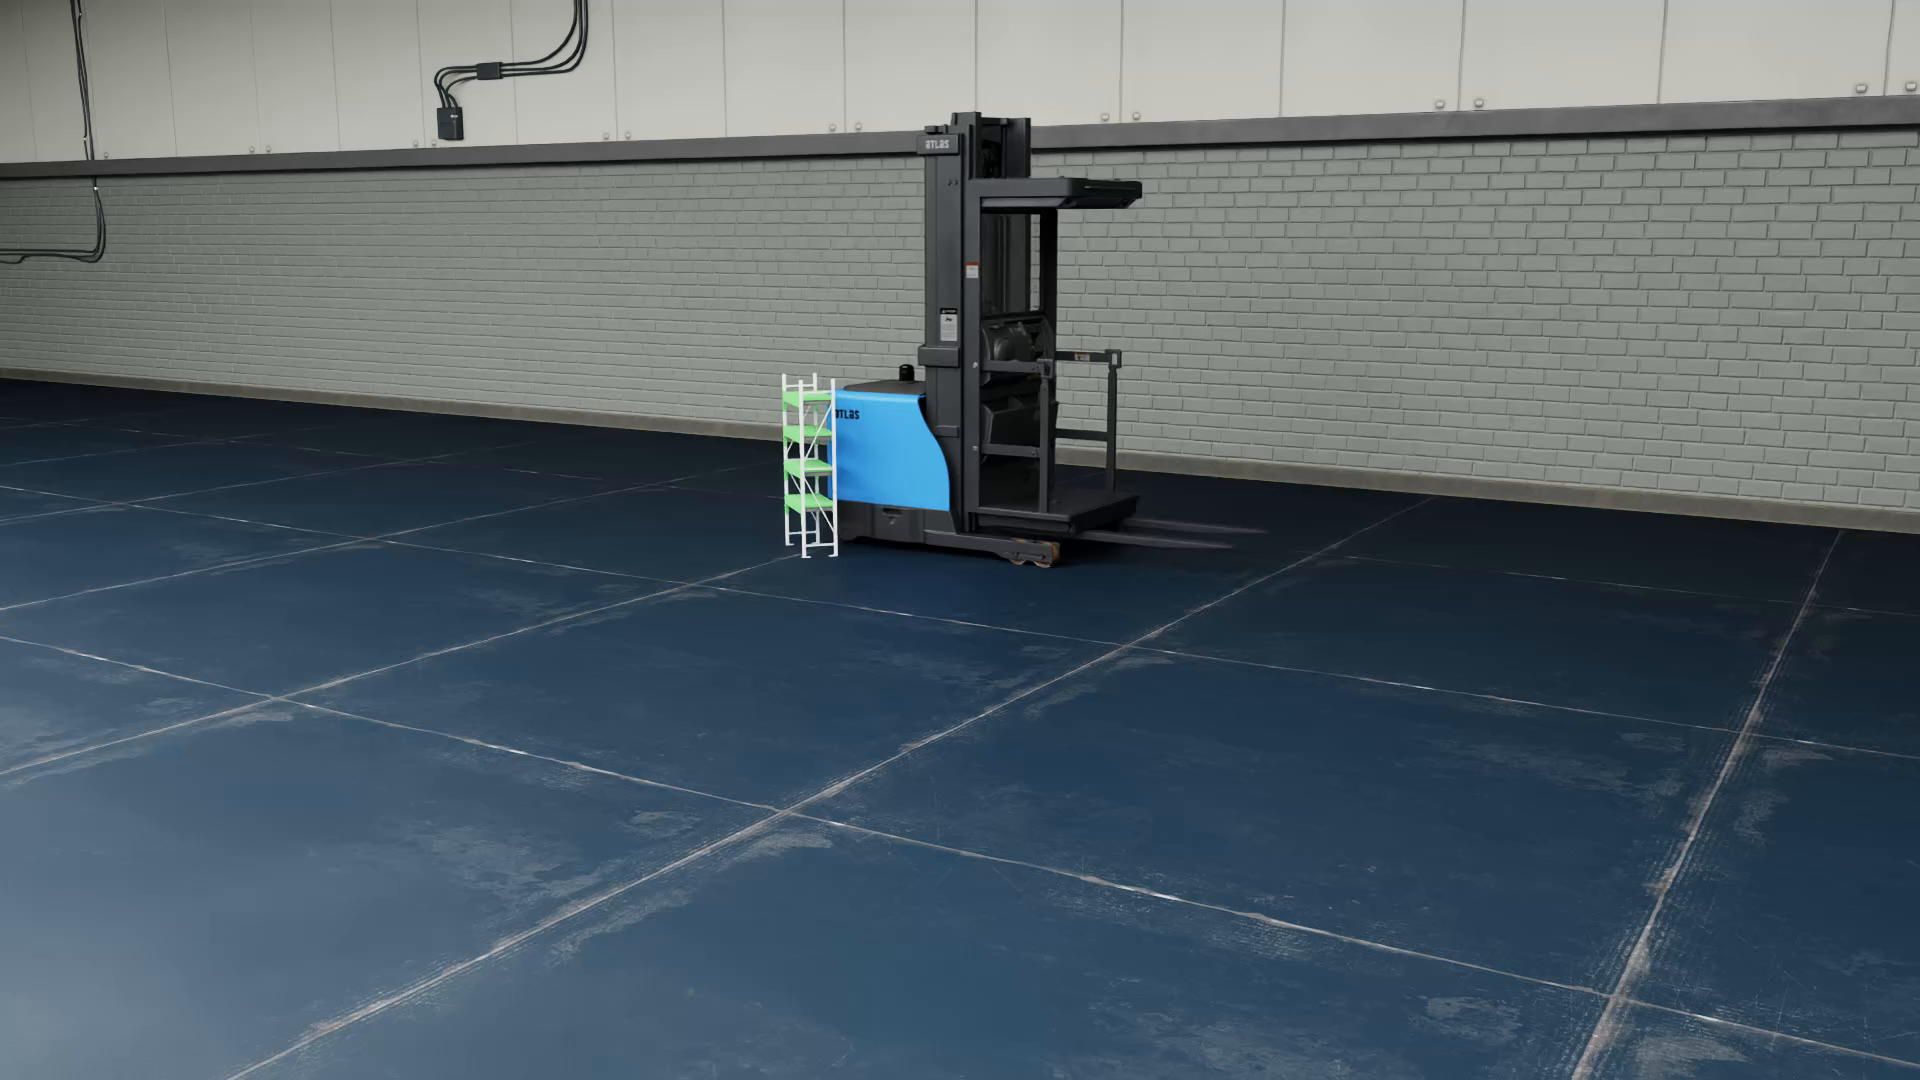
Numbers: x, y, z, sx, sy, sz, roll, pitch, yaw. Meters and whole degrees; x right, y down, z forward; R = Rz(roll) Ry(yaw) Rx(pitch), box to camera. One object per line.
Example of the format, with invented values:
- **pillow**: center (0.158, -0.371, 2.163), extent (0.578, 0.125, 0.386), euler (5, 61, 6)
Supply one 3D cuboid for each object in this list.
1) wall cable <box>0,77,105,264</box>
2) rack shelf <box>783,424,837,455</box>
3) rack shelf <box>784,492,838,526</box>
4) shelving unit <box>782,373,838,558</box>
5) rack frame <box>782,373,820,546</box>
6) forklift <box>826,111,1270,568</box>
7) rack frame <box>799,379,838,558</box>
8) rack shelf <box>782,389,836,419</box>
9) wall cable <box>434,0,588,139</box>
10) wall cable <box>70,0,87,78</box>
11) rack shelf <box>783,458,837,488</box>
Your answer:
- **wall cable**: center (-13.116, -5.179, 23.514), extent (3.097, 2.526, 0.112), euler (6, 12, 31)
- **rack shelf**: center (-1.028, -0.690, 11.337), extent (0.258, 0.148, 0.480), euler (-4, 11, -19)
- **rack shelf**: center (-1.027, -0.219, 11.426), extent (0.258, 0.148, 0.480), euler (-4, 11, -19)
- **shelving unit**: center (-1.028, -0.517, 11.370), extent (0.258, 1.200, 0.503), euler (-4, 11, -19)
- **rack frame**: center (-1.108, -0.560, 11.596), extent (0.240, 1.200, 0.015), euler (-4, 11, -19)
- **forklift**: center (0.578, -1.369, 11.217), extent (3.031, 2.935, 1.130), euler (6, 12, 30)
- **rack frame**: center (-0.948, -0.475, 11.143), extent (0.240, 1.200, 0.015), euler (-4, 11, -19)
- **rack shelf**: center (-1.028, -0.926, 11.293), extent (0.258, 0.148, 0.480), euler (-4, 11, -19)
- **wall cable**: center (-5.011, -7.467, 18.057), extent (2.305, 6.003, 0.169), euler (6, 12, 31)
- **wall cable**: center (-10.804, -7.403, 21.669), extent (3.097, 2.526, 0.112), euler (6, 12, 31)
- **rack shelf**: center (-1.028, -0.454, 11.381), extent (0.258, 0.148, 0.480), euler (-4, 11, -19)
